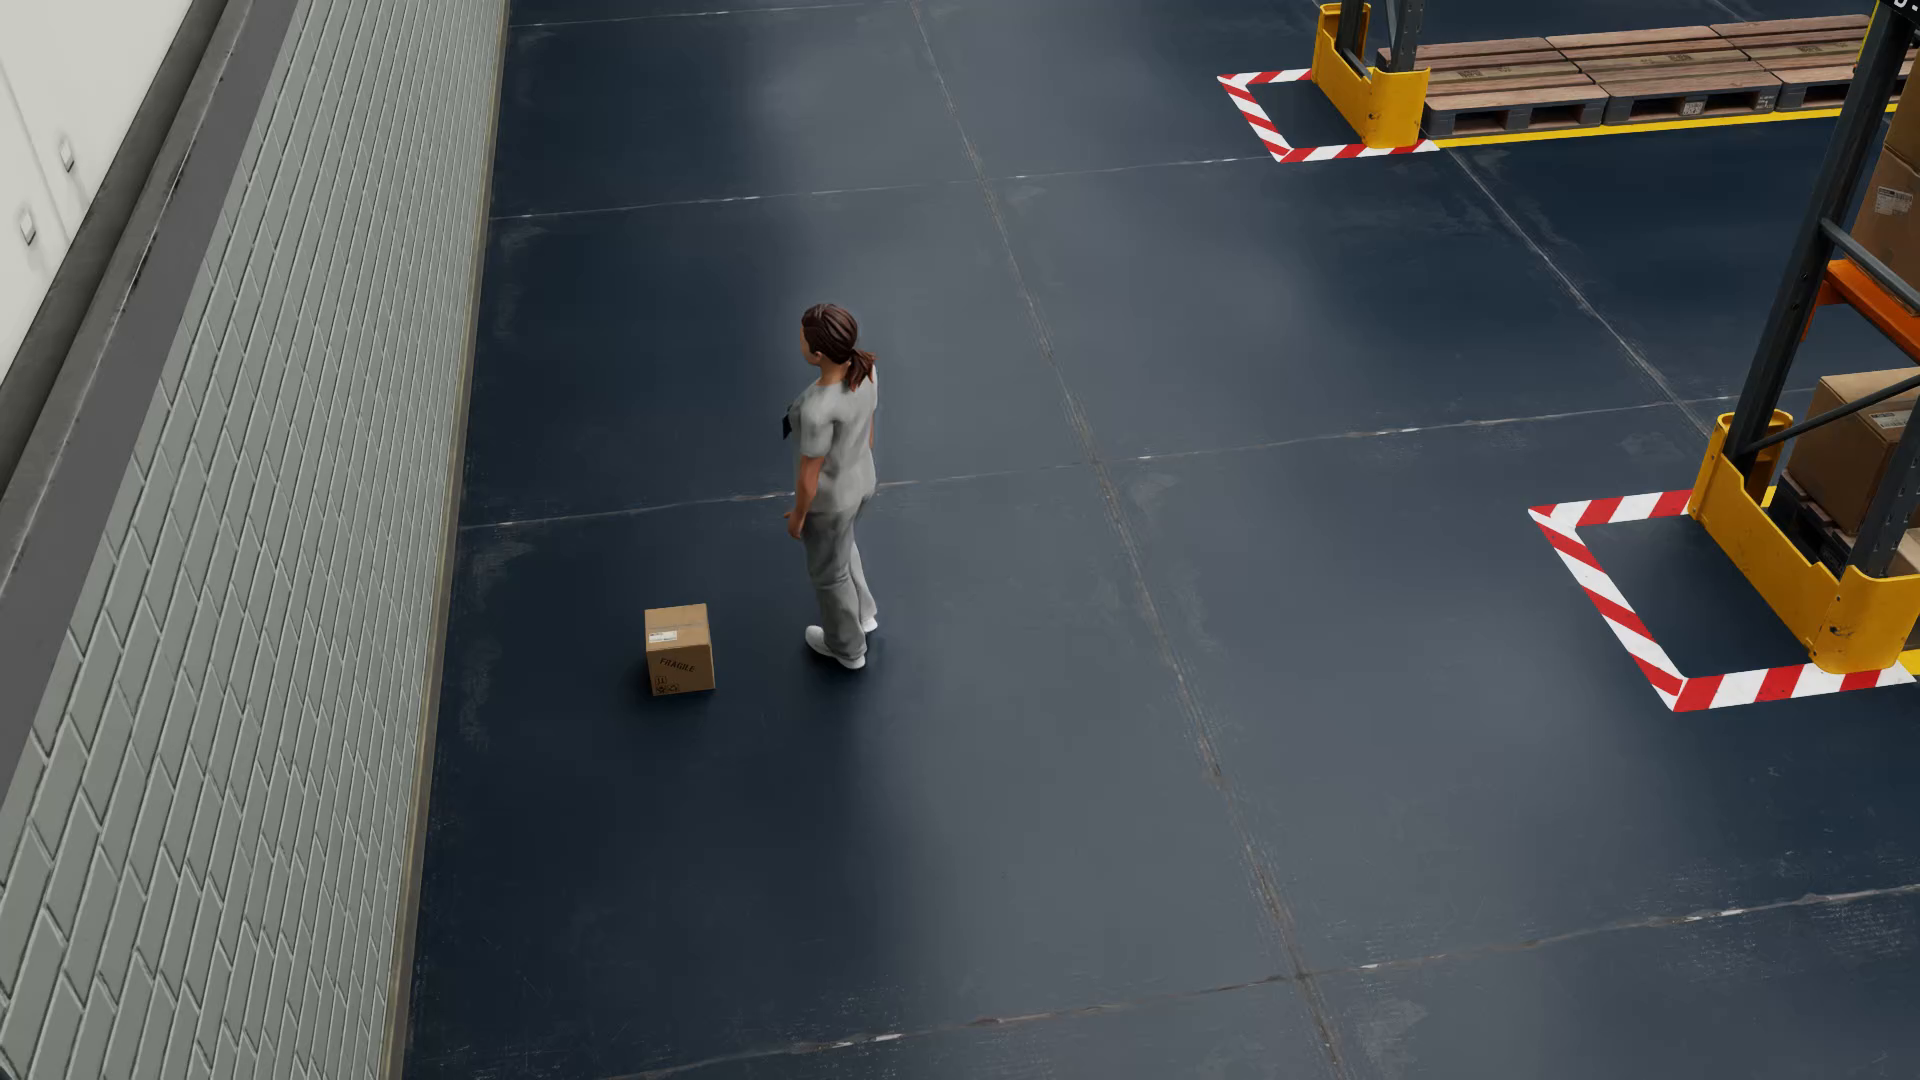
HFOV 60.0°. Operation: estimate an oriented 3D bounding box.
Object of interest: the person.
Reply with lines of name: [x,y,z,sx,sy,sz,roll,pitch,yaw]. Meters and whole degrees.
person: [-0.472,-0.172,6.391,0.404,1.716,0.498,19,42,22]
